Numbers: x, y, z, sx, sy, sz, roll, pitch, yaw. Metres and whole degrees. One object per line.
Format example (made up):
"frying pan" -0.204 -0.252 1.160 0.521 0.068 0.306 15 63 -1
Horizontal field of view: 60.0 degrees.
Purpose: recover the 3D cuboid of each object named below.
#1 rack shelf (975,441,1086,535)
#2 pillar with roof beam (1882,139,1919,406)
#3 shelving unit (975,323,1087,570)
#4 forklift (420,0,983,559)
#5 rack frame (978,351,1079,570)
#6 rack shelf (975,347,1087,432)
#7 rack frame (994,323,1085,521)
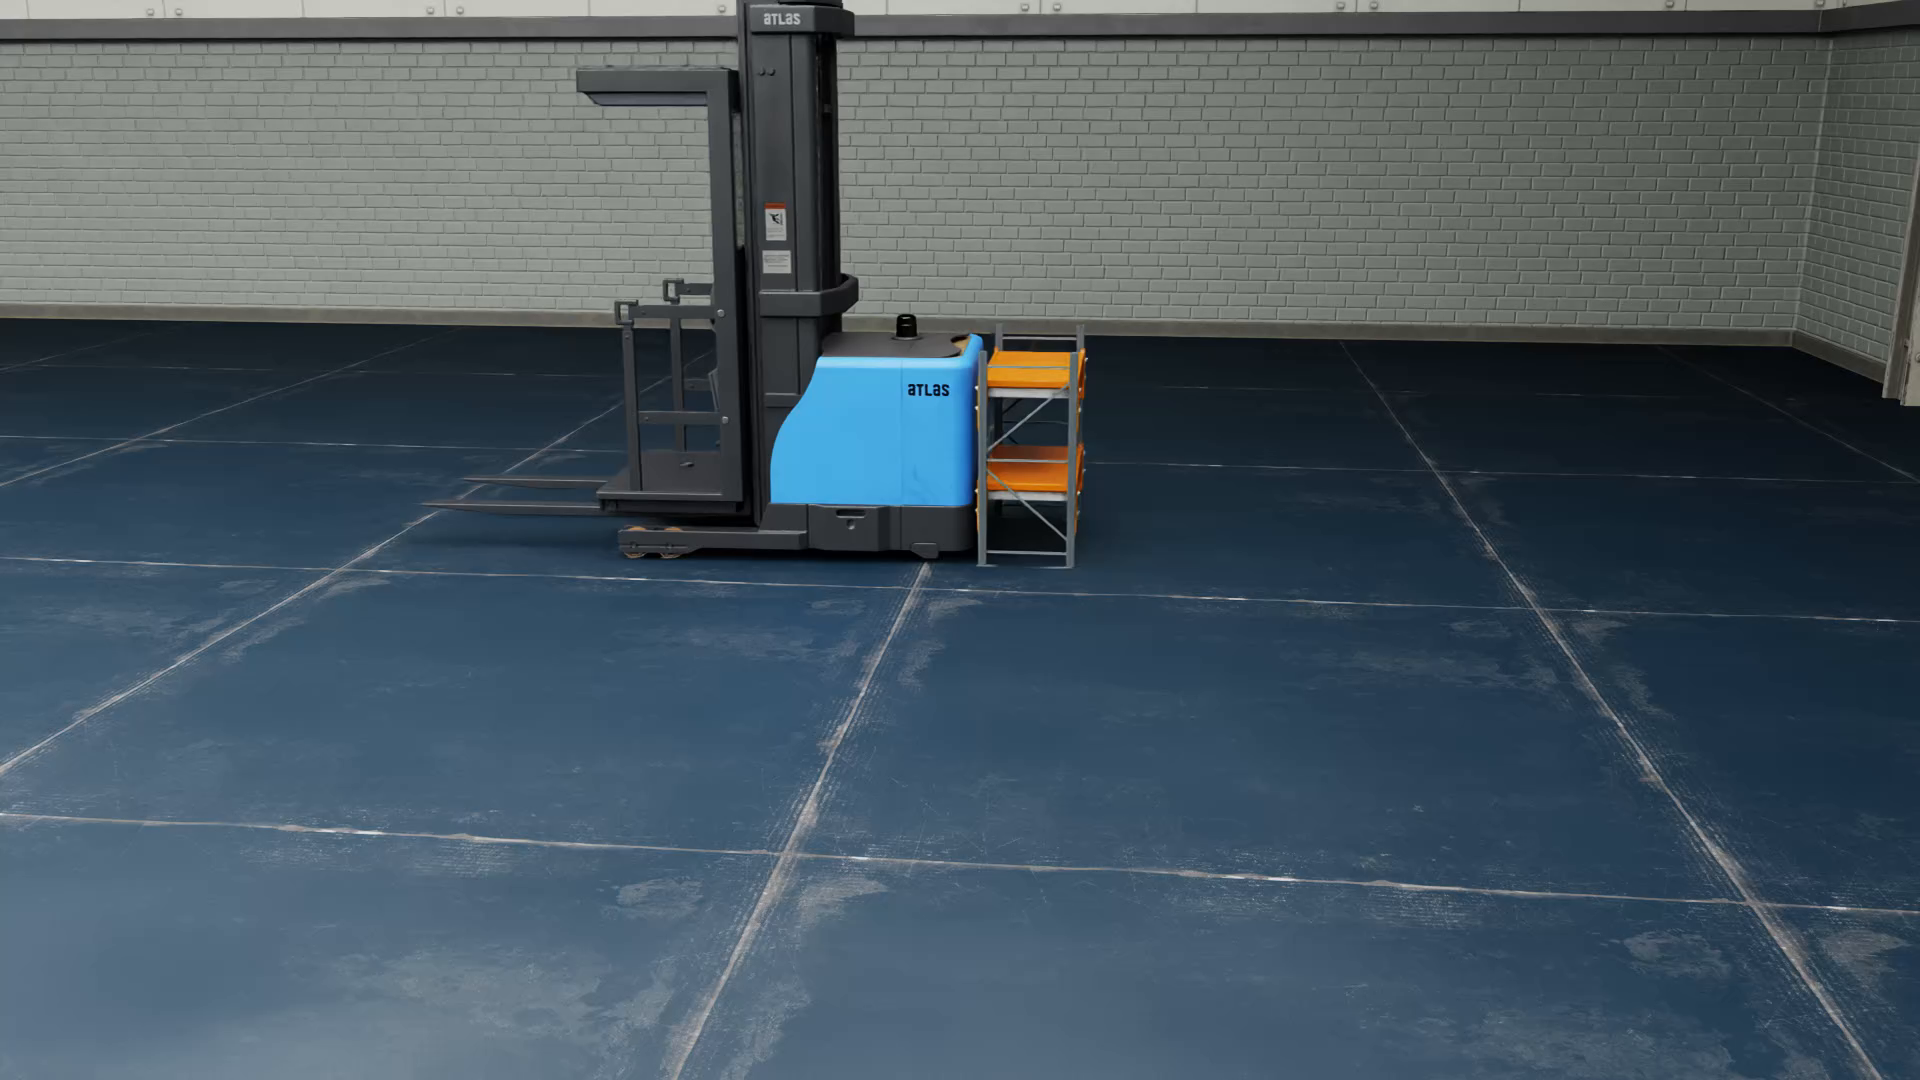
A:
"rack shelf" 0.396 -0.297 9.043 0.538 0.278 1.000 2 15 6
"pillar with roof beam" 3.306 -5.574 12.537 9.100 9.000 0.400 2 15 6
"shelving unit" 0.396 -0.533 8.979 0.538 1.125 1.048 2 15 6
"forklift" -1.399 -1.450 8.910 3.031 2.935 1.130 1 15 4
"rack frame" 0.344 -0.401 8.491 0.500 1.125 0.032 2 15 6
"rack shelf" 0.396 -0.816 8.902 0.538 0.278 1.000 2 15 6
"rack frame" 0.449 -0.665 9.467 0.500 1.125 0.032 2 15 6
